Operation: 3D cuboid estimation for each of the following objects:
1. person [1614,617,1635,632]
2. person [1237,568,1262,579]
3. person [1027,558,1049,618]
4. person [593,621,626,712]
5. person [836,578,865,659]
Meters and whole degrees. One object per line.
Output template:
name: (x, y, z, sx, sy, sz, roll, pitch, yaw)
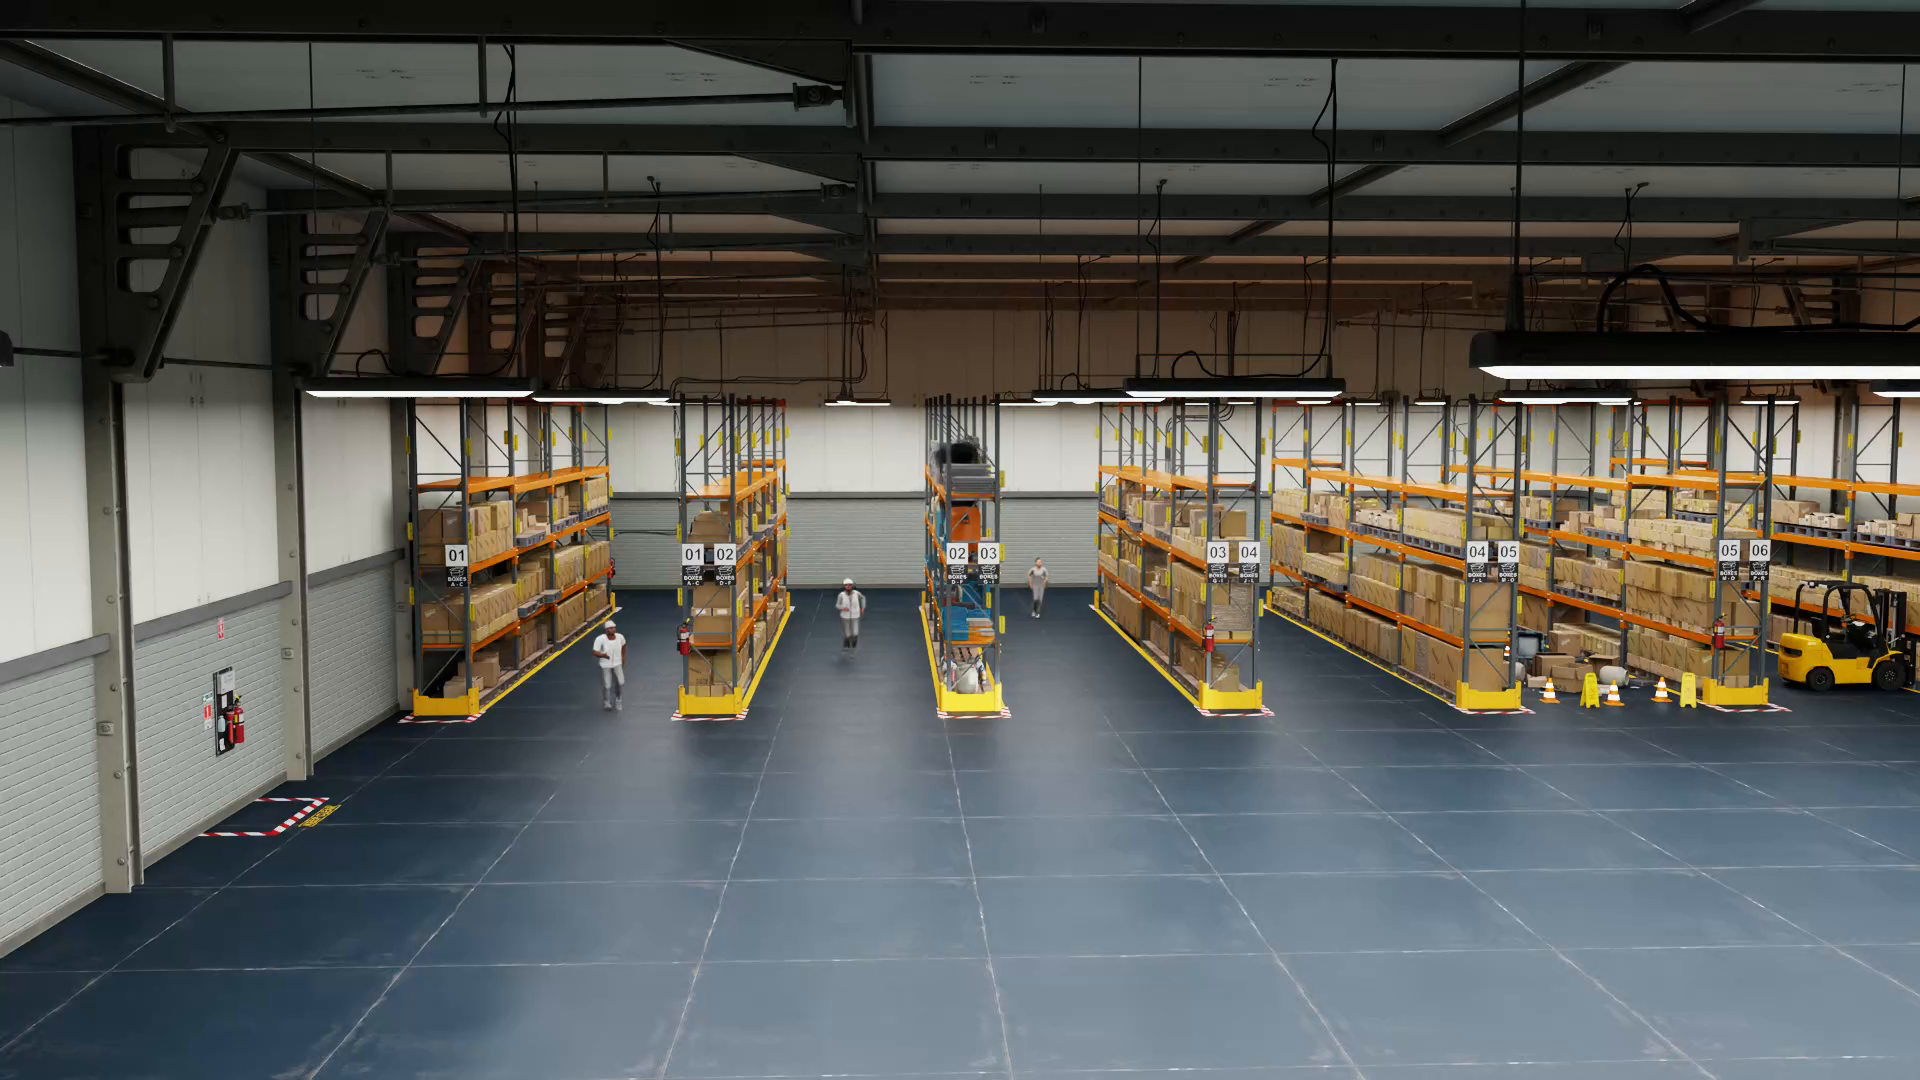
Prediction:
person: (16.626, 1.661, 41.626, 0.533, 1.557, 0.905, -1, 5, -12)
person: (7.871, 1.277, 45.213, 0.673, 1.839, 0.827, 0, 5, -3)
person: (2.154, 1.306, 45.454, 0.566, 1.648, 0.636, -1, 5, -8)
person: (-6.593, 2.380, 31.409, 0.686, 1.742, 0.776, -2, 5, -24)
person: (-2.434, 1.754, 37.036, 0.661, 1.804, 0.834, 0, 5, -5)
